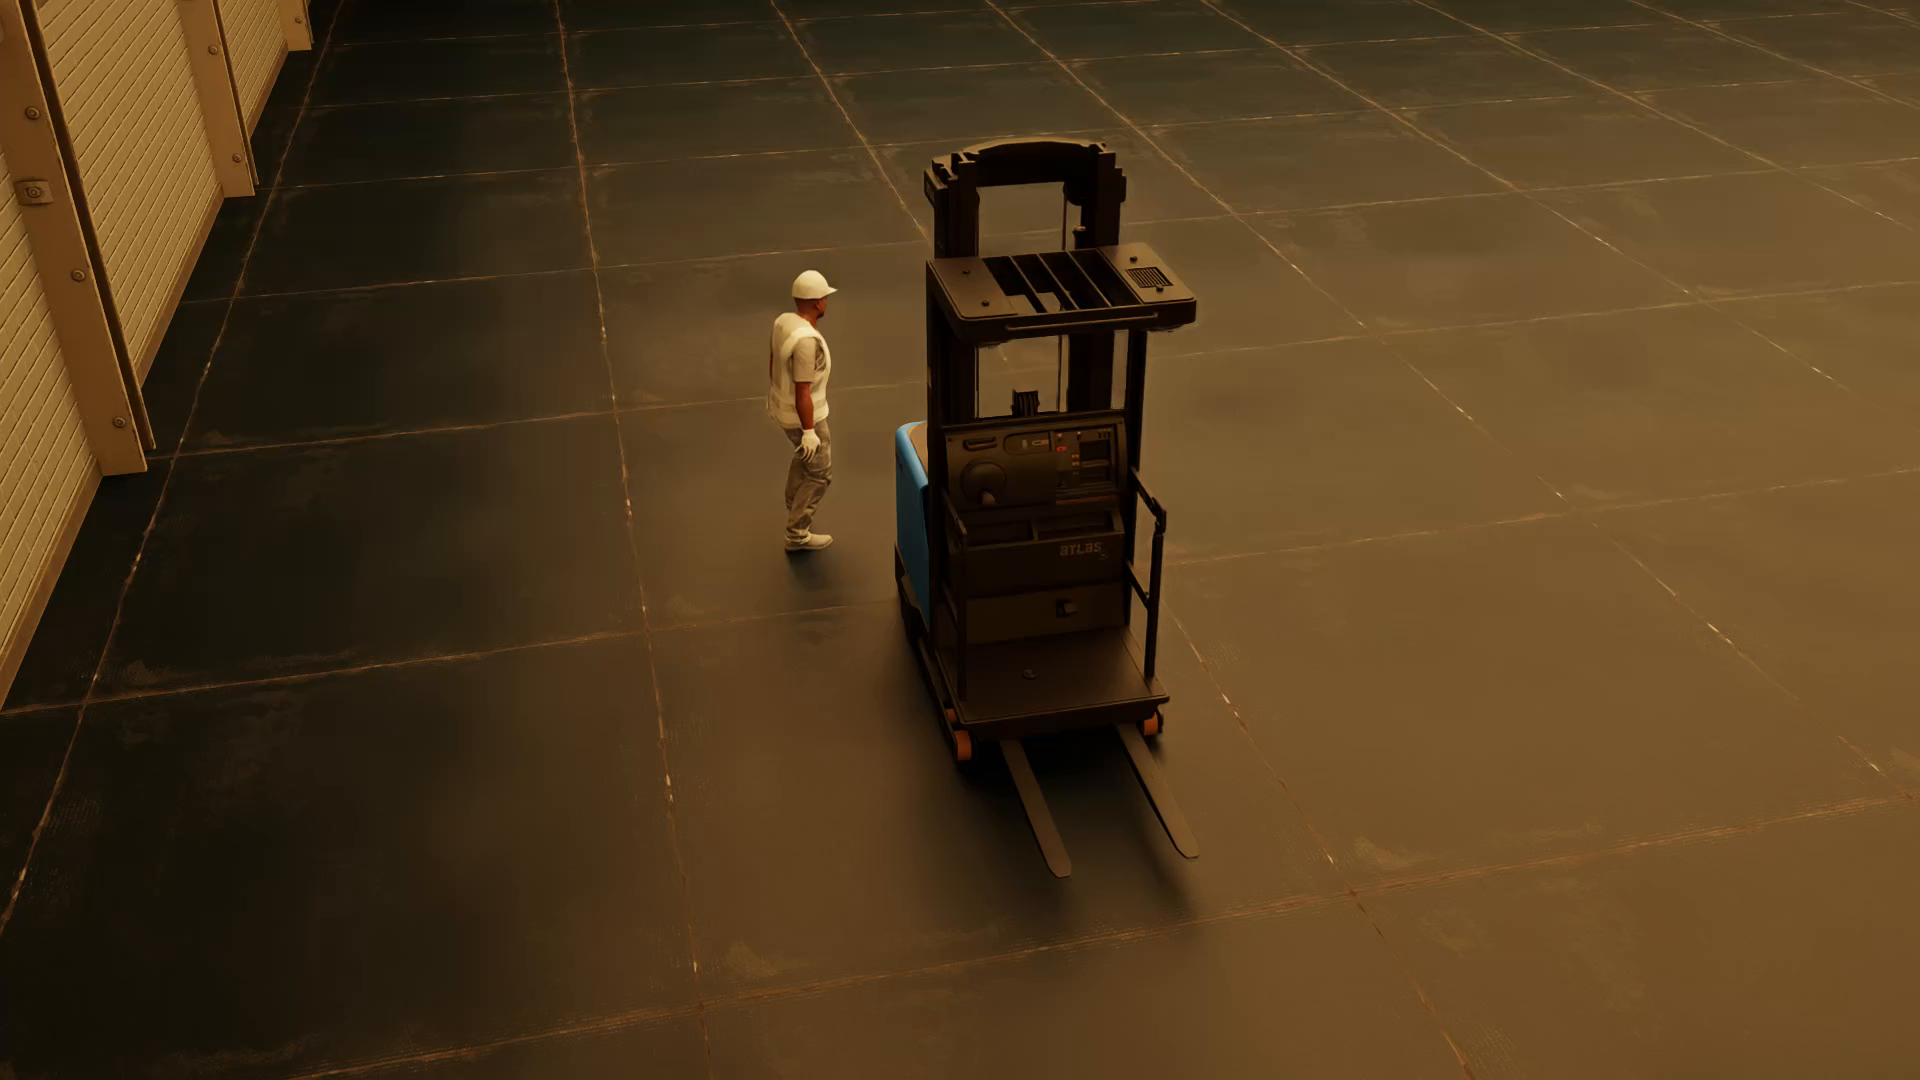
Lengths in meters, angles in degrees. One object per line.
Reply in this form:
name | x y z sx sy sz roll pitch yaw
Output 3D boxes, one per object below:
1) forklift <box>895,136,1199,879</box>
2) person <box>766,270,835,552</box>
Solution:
forklift | 0.434 -0.339 8.160 1.130 2.935 3.031 -6 31 -11
person | -0.934 -0.790 10.134 0.443 1.746 0.887 -11 32 -18
